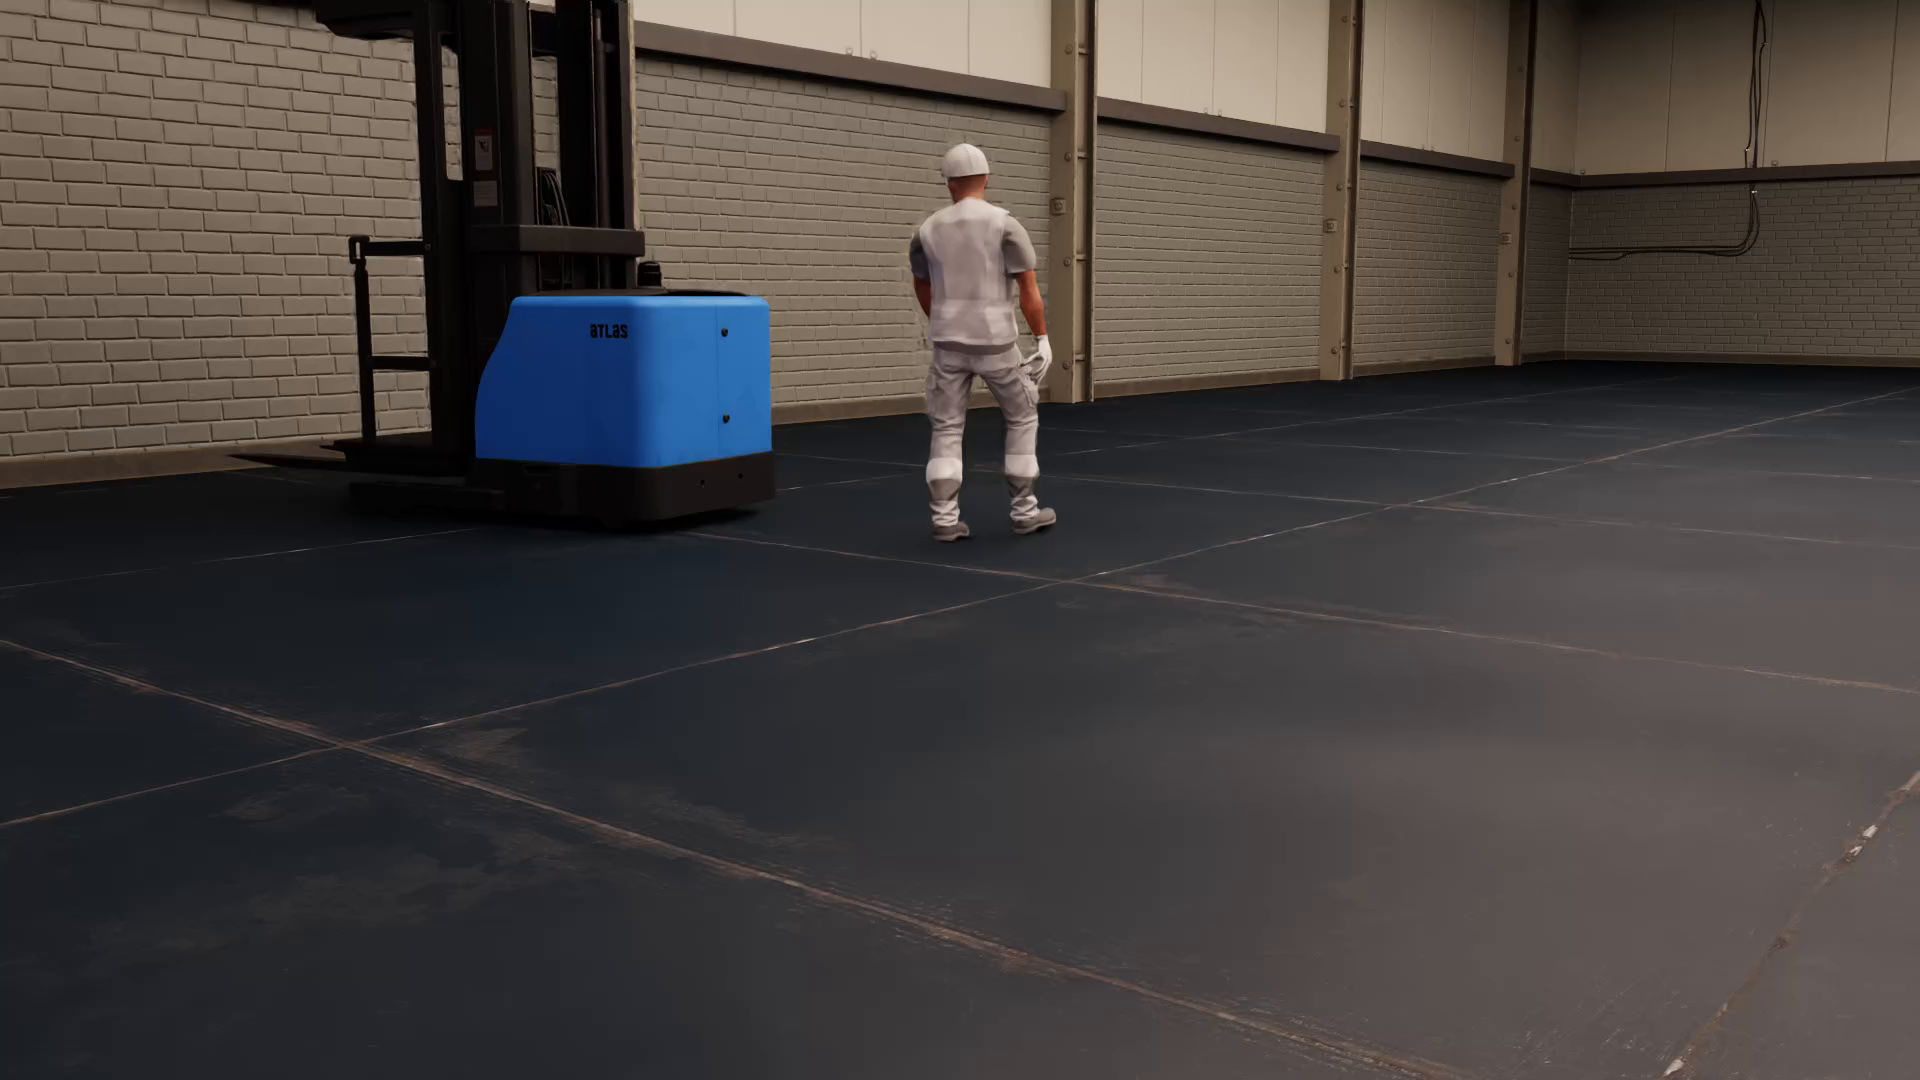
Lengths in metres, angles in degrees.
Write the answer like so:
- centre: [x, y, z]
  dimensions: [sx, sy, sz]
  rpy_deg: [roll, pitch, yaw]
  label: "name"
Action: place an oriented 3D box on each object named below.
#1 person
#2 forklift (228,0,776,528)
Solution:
- centre: [0.103, -0.881, 7.461]
  dimensions: [0.668, 1.745, 0.643]
  rpy_deg: [2, 9, 14]
  label: "person"
- centre: [-2.472, -1.630, 8.423]
  dimensions: [3.031, 2.935, 1.130]
  rpy_deg: [4, 9, 27]
  label: "forklift"
